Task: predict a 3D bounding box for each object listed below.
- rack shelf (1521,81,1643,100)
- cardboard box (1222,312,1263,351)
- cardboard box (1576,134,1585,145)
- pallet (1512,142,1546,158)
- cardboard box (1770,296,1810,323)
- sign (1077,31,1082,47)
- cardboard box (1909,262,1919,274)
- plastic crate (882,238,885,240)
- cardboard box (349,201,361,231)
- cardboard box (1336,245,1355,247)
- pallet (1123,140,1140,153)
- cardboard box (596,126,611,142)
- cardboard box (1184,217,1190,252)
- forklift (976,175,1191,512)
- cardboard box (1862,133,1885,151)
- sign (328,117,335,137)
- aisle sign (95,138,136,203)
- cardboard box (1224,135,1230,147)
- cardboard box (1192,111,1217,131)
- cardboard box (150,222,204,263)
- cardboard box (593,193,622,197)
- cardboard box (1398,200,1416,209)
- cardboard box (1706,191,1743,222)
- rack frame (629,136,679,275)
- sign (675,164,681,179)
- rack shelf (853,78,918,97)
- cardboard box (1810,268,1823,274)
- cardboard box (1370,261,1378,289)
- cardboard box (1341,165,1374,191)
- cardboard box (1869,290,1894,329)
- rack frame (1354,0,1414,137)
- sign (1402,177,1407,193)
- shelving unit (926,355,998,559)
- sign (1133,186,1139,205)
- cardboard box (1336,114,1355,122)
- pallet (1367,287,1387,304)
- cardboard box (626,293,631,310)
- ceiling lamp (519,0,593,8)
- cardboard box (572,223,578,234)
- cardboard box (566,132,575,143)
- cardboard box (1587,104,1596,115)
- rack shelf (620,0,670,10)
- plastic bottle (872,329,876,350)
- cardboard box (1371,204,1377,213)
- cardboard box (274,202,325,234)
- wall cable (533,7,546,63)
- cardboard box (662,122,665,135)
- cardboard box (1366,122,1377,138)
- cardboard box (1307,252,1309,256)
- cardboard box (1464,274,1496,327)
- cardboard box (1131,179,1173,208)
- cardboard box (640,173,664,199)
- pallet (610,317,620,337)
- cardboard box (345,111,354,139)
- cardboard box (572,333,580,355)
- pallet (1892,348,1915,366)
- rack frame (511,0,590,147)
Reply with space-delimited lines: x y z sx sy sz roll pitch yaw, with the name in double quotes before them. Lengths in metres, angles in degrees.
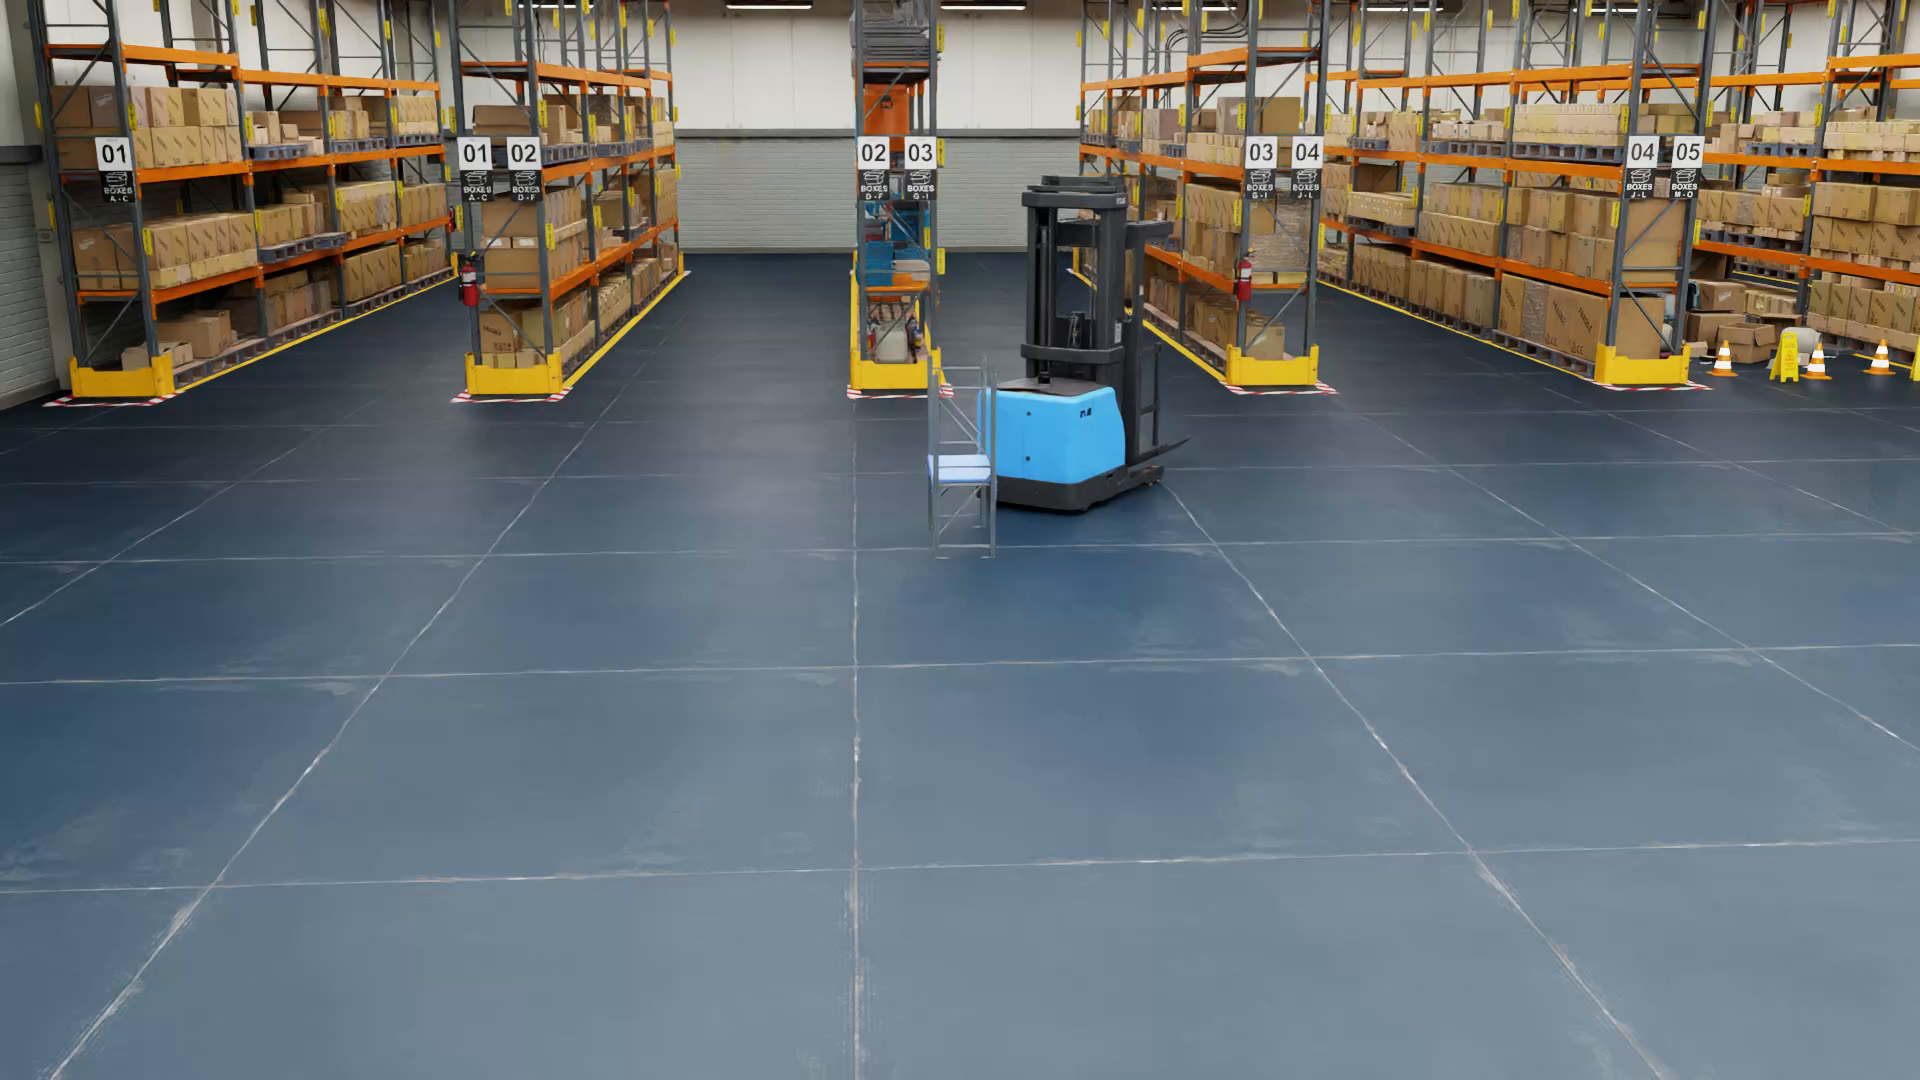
"rack shelf" 13.172 -9.524 35.228 1.077 0.370 4.000 -1 14 -3
"cardboard box" 4.035 -2.978 23.755 0.500 0.500 0.500 0 14 2
"cardboard box" 8.683 -5.490 22.787 0.380 0.149 0.250 -1 14 -4
"pallet" 8.898 -5.778 24.621 1.003 0.211 1.213 -1 14 -3
"cardboard box" 13.757 -3.735 26.952 0.950 0.372 0.625 -1 14 -3
"sign" 2.603 -10.932 36.264 0.100 0.325 0.005 -1 14 -3
"cardboard box" 13.636 -3.836 23.418 0.380 0.149 0.250 -1 14 -2
"plastic crate" -1.432 -4.770 26.971 0.450 0.188 0.662 -1 14 -3
"cardboard box" -10.976 -5.743 29.490 0.500 0.500 0.500 0 14 -2
"cardboard box" 8.501 -6.413 36.618 0.380 0.149 0.250 -1 14 -5
"pallet" 3.560 -7.036 29.711 1.213 0.211 1.003 0 14 -1
"cardboard box" -6.150 -6.835 28.008 0.500 0.250 0.500 -2 15 -8
"cardboard box" 3.867 -4.600 25.087 0.875 0.500 0.500 -1 14 -3
"forklift" 1.335 -1.991 15.884 1.130 2.935 3.031 9 17 30
"cardboard box" 13.605 -5.831 24.353 0.500 0.250 0.500 -1 14 -3
"sign" -10.637 -6.997 28.143 0.100 0.325 0.005 -1 14 -3
"aisle sign" -10.379 -4.542 20.442 0.394 0.787 0.004 -1 14 -3
"cardboard box" 3.755 -5.358 22.312 0.380 0.149 0.250 -1 14 -3
"cardboard box" 3.970 -6.345 25.597 0.797 0.503 0.637 -2 15 -6
"cardboard box" -10.459 -3.971 22.198 0.500 0.500 0.500 -1 14 -5
"cardboard box" -6.571 -6.318 31.520 0.700 0.500 0.500 1 14 5
"cardboard box" 8.122 -6.051 29.993 0.380 0.149 0.250 -1 15 -6
"cardboard box" 13.380 -5.819 28.982 0.500 0.500 0.500 0 14 -1
"rack frame" -6.730 -7.353 36.584 1.000 3.000 0.127 -1 14 -3
"sign" -6.175 -8.070 36.414 0.100 0.325 0.005 -1 14 -3
"rack shelf" -1.167 -7.305 26.603 1.077 0.370 4.000 -1 14 -3
"cardboard box" 17.922 -5.697 35.028 0.380 0.149 0.250 -1 14 -5
"cardboard box" 8.223 -5.105 32.020 0.500 0.500 0.500 -1 14 -2
"cardboard box" 8.063 -7.351 33.772 0.500 0.500 0.500 -1 14 -5
"cardboard box" 13.670 -3.364 24.252 0.500 0.500 0.500 -1 14 -5
"rack frame" 8.362 -9.467 32.761 1.000 3.000 0.127 -1 14 -3
"sign" 8.915 -7.132 33.401 0.100 0.325 0.005 -1 14 -3
"shelving unit" 0.005 -0.705 13.757 0.538 1.500 1.048 -1 14 -3
"sign" 3.099 -6.067 29.261 0.100 0.325 0.005 -1 14 -3
"cardboard box" 7.997 -8.709 34.334 0.380 0.149 0.250 -1 15 -6
"pallet" 8.490 -4.713 31.921 1.003 0.211 1.213 -1 14 -3
"cardboard box" -5.959 -4.108 28.647 0.500 0.250 0.500 -1 14 -2
"ceiling lamp" -9.320 -13.714 37.554 2.000 3.185 0.800 -1 14 -3
"cardboard box" -5.707 -4.475 23.895 0.380 0.149 0.250 -1 14 -4
"cardboard box" -5.639 -5.675 23.423 0.380 0.149 0.250 -1 14 -3
"cardboard box" 8.698 -5.815 22.447 0.380 0.149 0.250 -1 14 -2
"rack shelf" -6.606 -11.022 33.579 1.077 0.370 4.000 -1 14 -3
"plastic bottle" -1.228 -2.862 23.697 0.061 0.283 0.133 -1 14 -3
"cardboard box" 8.026 -6.293 31.530 0.380 0.149 0.250 -1 14 -5
"cardboard box" -11.140 -5.431 28.029 0.700 0.500 0.500 -3 15 -10
"wall cable" -8.968 -12.577 40.944 3.097 2.526 0.112 -1 14 -3
"cardboard box" -6.348 -8.478 34.235 0.500 0.250 0.500 -1 14 -3
"cardboard box" 8.207 -7.952 32.230 0.500 0.311 0.500 -1 14 -4
"cardboard box" 7.851 -6.320 36.850 0.380 0.149 0.250 -1 14 -4
"cardboard box" 8.729 -3.839 26.598 1.050 0.750 0.750 -1 14 -4
"cardboard box" 3.586 -6.394 30.642 0.797 0.503 0.637 -1 14 -2
"cardboard box" -6.263 -7.140 33.551 0.500 0.500 0.500 -1 14 -5
"pallet" -6.150 -3.505 27.224 1.003 0.211 1.213 -1 14 -3
"cardboard box" -11.416 -7.511 30.096 0.700 0.500 0.500 -1 14 -3
"cardboard box" -5.642 -2.755 23.390 0.500 0.250 0.500 -1 14 -3
"pallet" 14.020 -2.550 23.512 1.003 0.211 1.213 -1 14 -3
"rack frame" -5.987 -7.274 24.237 1.000 3.000 0.127 -1 14 -3
